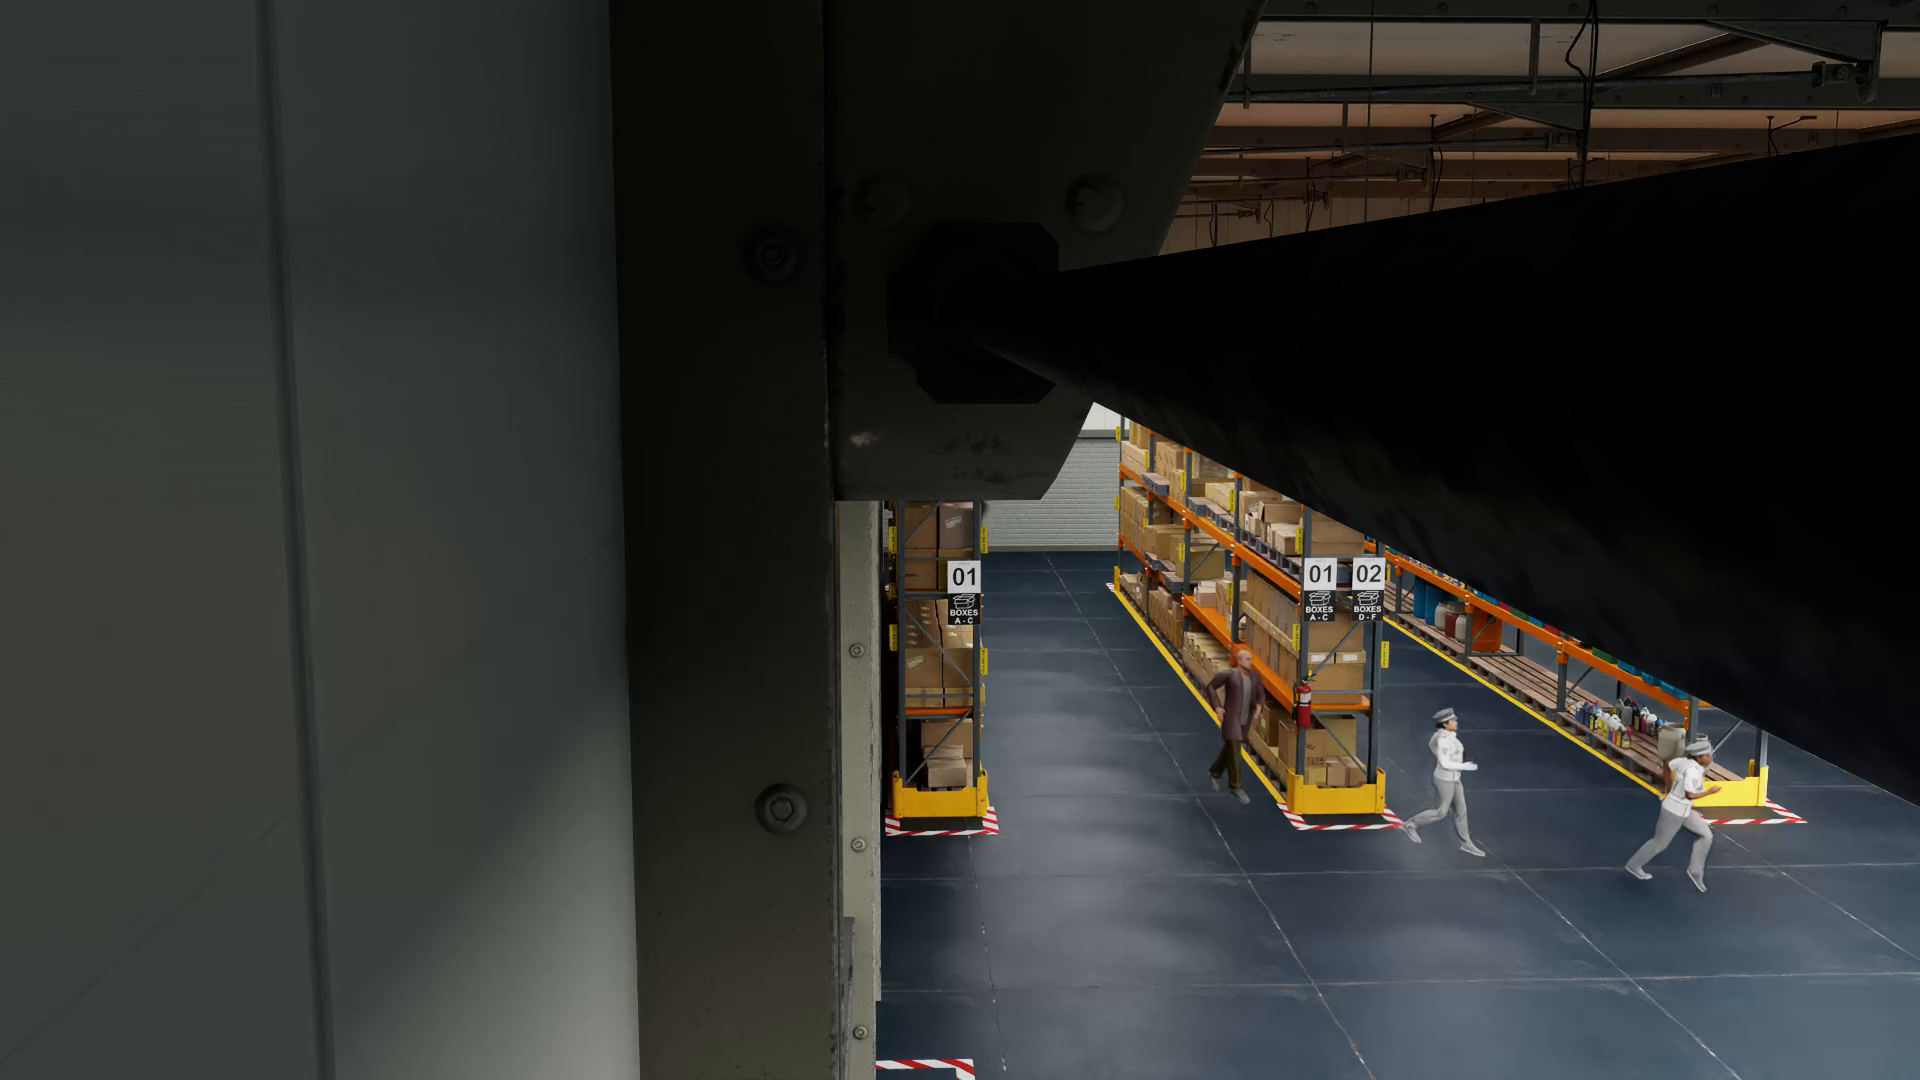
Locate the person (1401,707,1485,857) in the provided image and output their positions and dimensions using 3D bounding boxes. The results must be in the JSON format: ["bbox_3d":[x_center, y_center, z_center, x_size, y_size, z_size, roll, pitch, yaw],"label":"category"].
[{"bbox_3d":[5.491,2.718,18.809,0.932,1.698,0.630,4,9,25],"label":"person"}]

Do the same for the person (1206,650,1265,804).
[{"bbox_3d":[3.442,2.248,20.464,0.714,1.804,0.851,-5,9,-29],"label":"person"}]

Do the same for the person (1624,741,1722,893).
[{"bbox_3d":[7.694,2.956,17.925,0.918,1.687,0.569,5,9,30],"label":"person"}]
